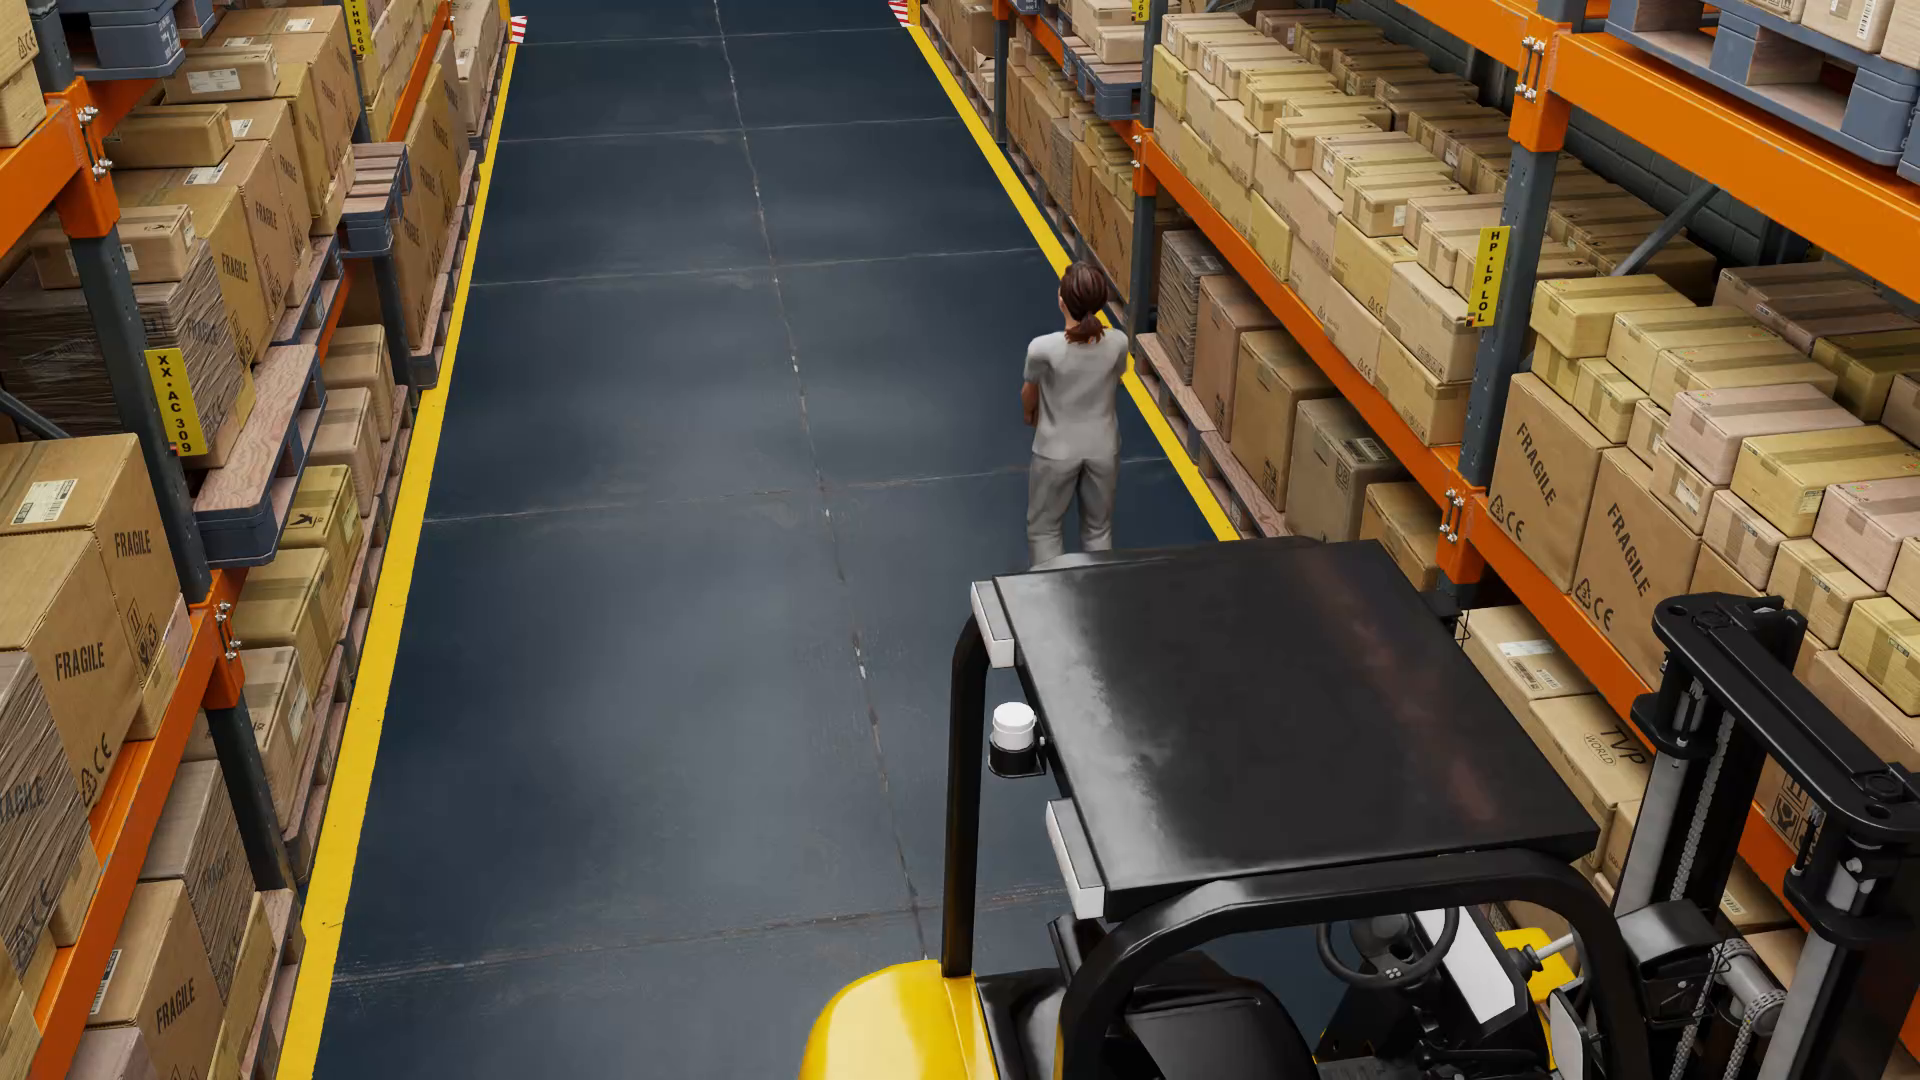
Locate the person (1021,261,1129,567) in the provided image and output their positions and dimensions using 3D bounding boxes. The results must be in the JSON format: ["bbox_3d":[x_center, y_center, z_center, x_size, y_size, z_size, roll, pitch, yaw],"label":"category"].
[{"bbox_3d":[0.448,-0.380,6.783,0.424,1.668,0.542,-5,31,-9],"label":"person"}]
